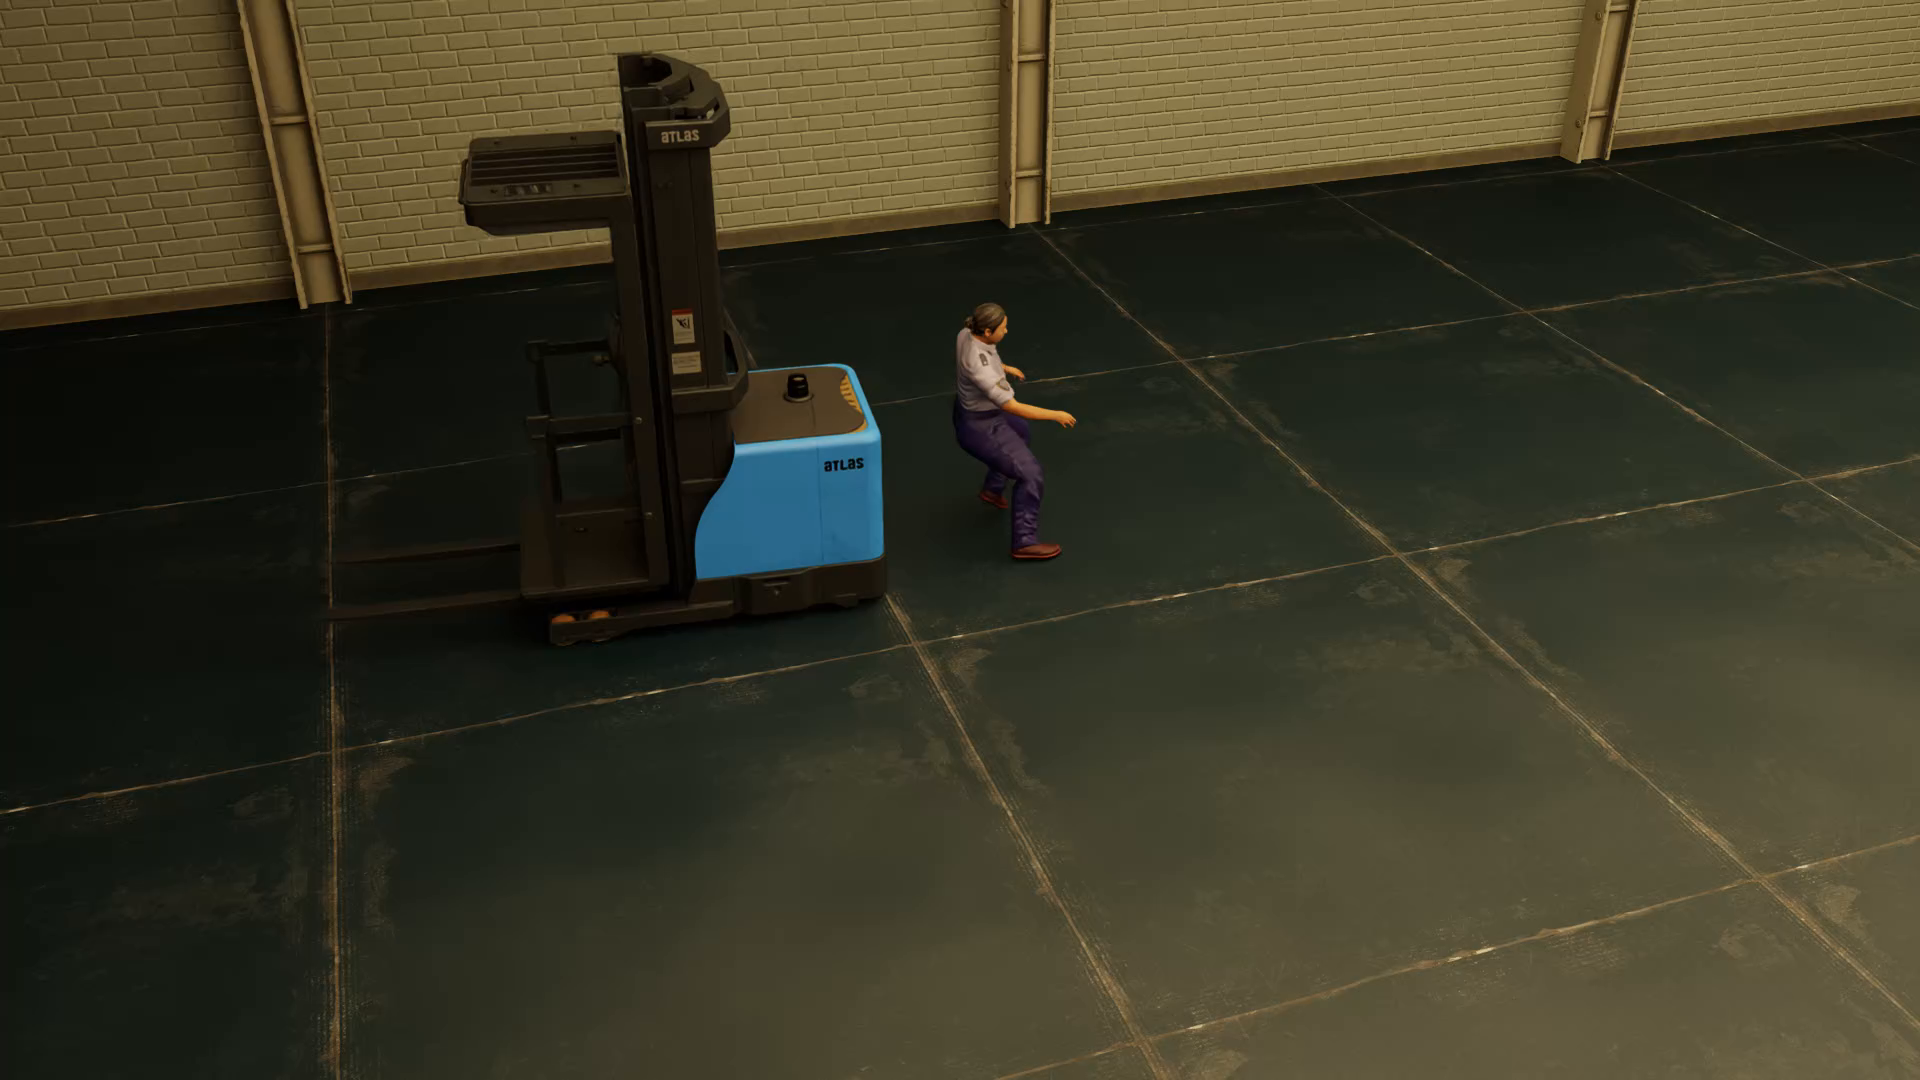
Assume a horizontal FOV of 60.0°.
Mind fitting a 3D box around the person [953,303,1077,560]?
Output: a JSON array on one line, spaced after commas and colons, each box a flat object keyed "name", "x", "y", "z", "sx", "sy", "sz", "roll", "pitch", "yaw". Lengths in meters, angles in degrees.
[{"name": "person", "x": 0.305, "y": -0.720, "z": 9.780, "sx": 0.671, "sy": 1.488, "sz": 0.826, "roll": -4, "pitch": 30, "yaw": -8}]

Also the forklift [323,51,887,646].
[{"name": "forklift", "x": -1.984, "y": -0.984, "z": 8.798, "sx": 3.031, "sy": 2.935, "sz": 1.130, "roll": -6, "pitch": 31, "yaw": -11}]
